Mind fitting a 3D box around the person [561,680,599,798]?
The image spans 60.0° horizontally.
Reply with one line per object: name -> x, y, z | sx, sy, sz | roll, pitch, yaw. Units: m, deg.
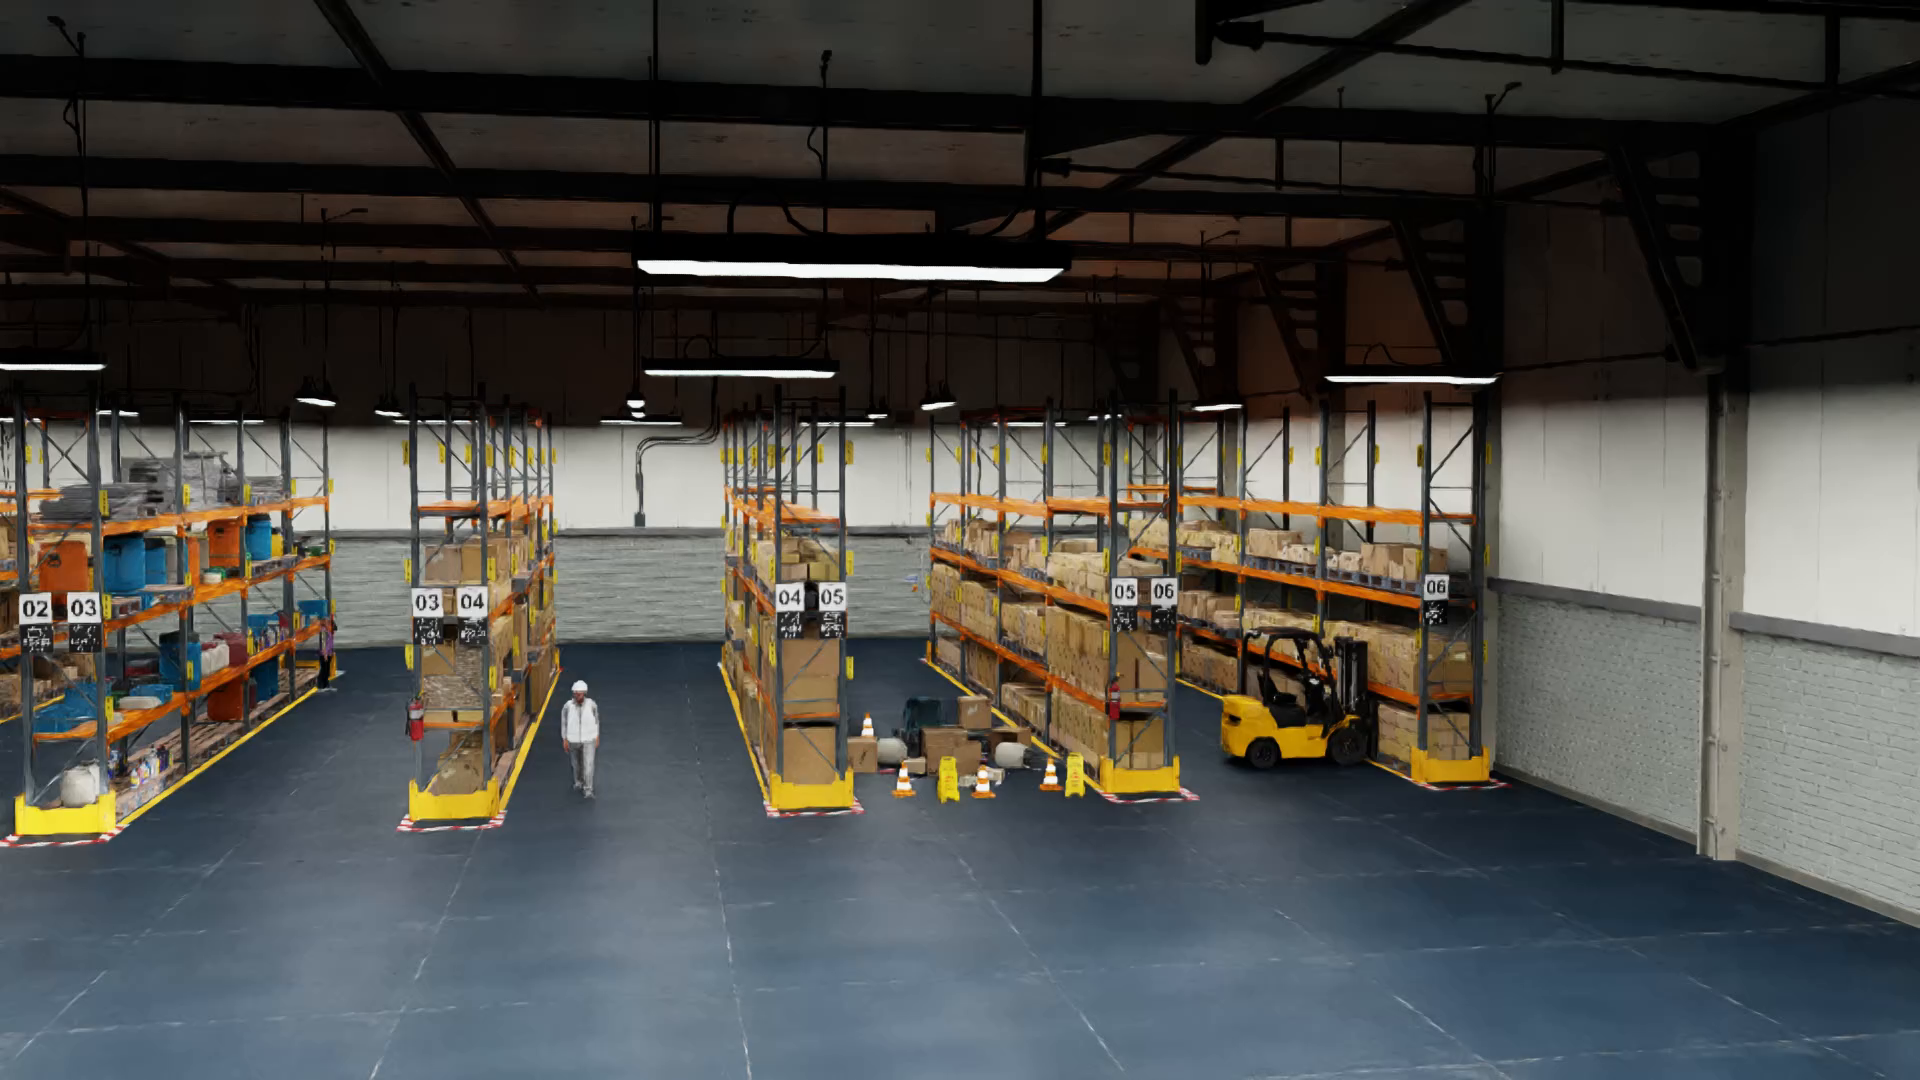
person -> -5.594, 2.901, 24.470 | 0.543, 1.700, 1.114 | 0, 3, -8

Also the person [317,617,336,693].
person -> -13.384, 2.409, 35.093 | 0.345, 1.597, 0.536 | -1, 3, -11
